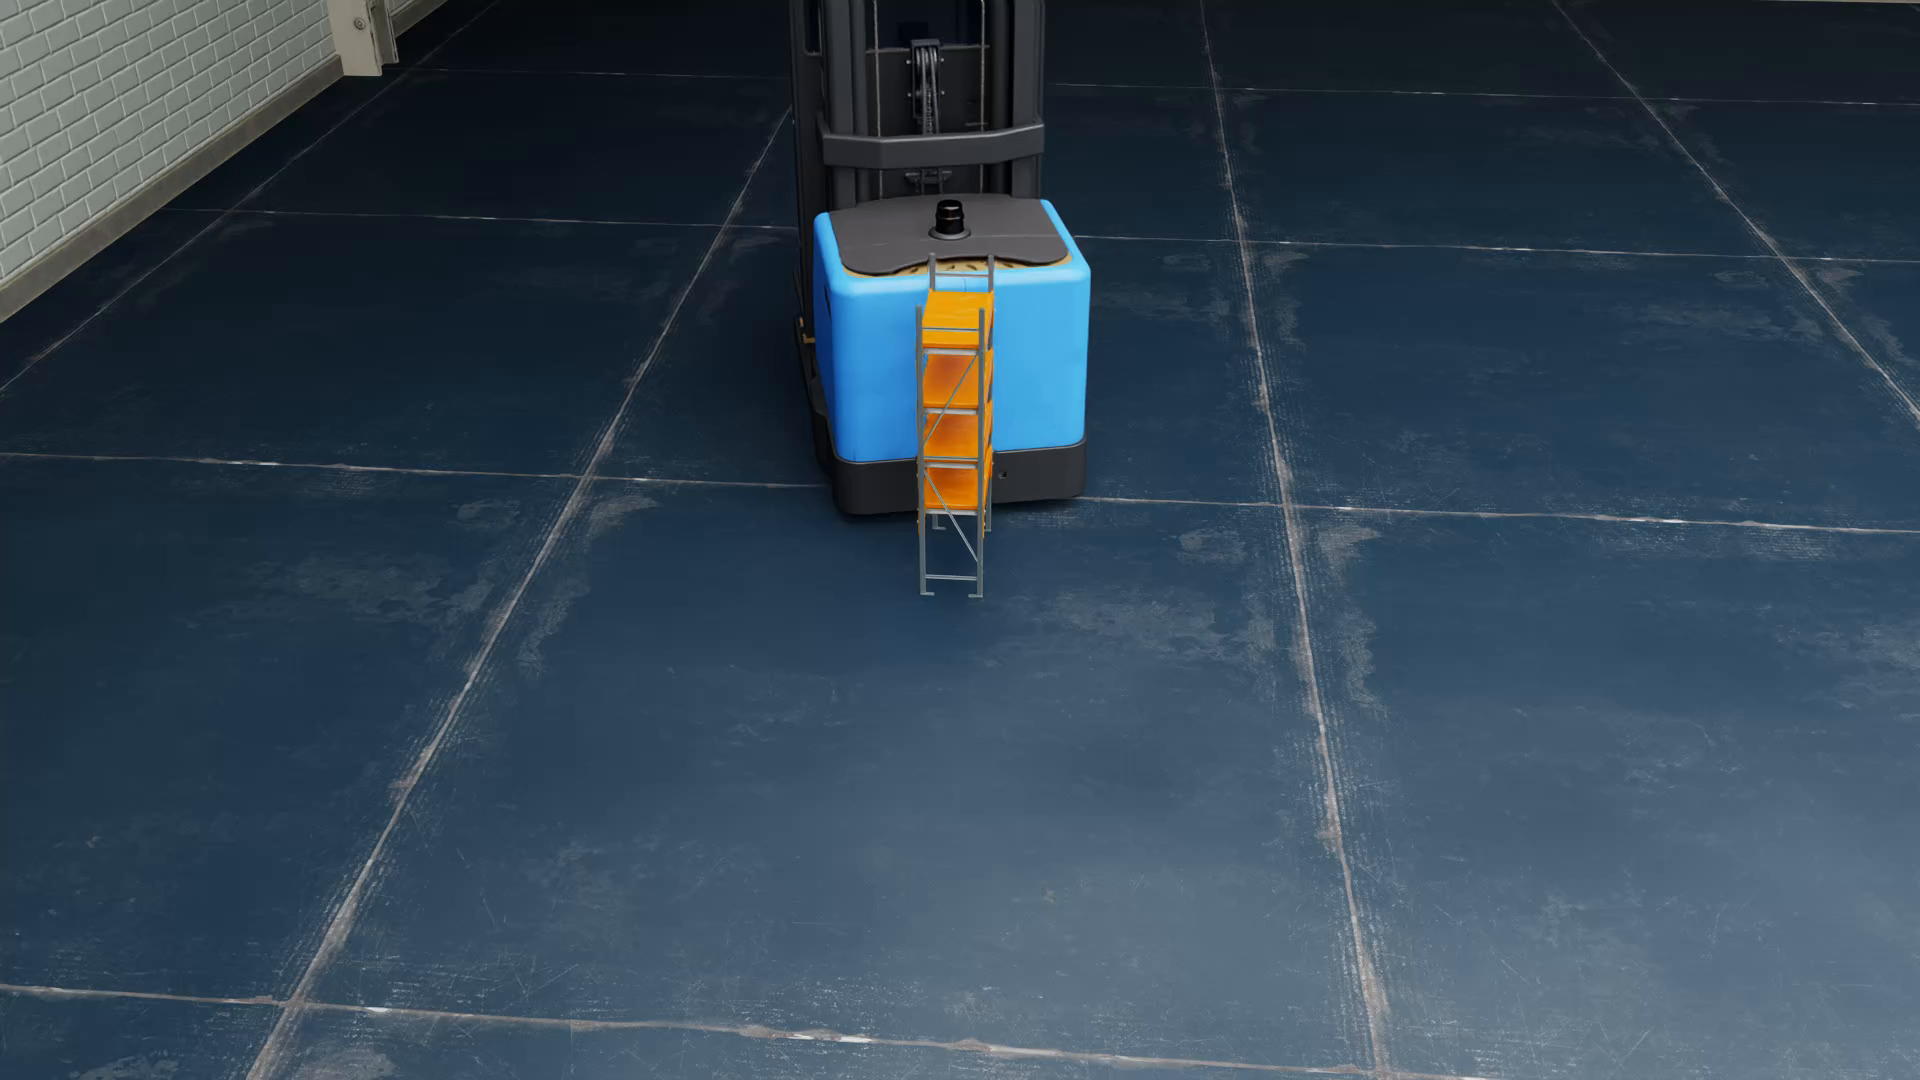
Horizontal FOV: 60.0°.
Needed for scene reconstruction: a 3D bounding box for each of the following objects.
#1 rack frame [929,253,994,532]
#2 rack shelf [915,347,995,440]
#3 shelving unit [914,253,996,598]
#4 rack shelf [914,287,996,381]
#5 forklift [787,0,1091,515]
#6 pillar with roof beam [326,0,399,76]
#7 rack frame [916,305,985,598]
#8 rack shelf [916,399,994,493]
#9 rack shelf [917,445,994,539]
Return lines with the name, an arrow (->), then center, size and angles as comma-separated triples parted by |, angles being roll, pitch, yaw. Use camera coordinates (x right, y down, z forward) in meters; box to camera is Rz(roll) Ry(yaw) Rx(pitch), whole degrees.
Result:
rack frame -> 0.006, -0.552, 6.502 | 0.240, 1.200, 0.015 | 2, 32, 4
rack shelf -> -0.014, -0.557, 6.213 | 0.258, 0.148, 0.480 | 2, 32, 4
shelving unit -> -0.014, -0.424, 6.295 | 0.258, 1.200, 0.503 | 2, 32, 4
rack shelf -> -0.014, -0.759, 6.089 | 0.258, 0.148, 0.480 | 2, 32, 4
forklift -> -0.223, -2.109, 7.378 | 1.130, 2.935, 3.031 | -5, 32, -8
pillar with roof beam -> -0.150, -7.198, 9.853 | 9.100, 9.000, 0.400 | 2, 32, 4
rack frame -> -0.033, -0.297, 6.088 | 0.240, 1.200, 0.015 | 2, 32, 4
rack shelf -> -0.013, -0.367, 6.330 | 0.258, 0.148, 0.480 | 2, 32, 4
rack shelf -> -0.013, -0.198, 6.434 | 0.258, 0.148, 0.480 | 2, 32, 4
